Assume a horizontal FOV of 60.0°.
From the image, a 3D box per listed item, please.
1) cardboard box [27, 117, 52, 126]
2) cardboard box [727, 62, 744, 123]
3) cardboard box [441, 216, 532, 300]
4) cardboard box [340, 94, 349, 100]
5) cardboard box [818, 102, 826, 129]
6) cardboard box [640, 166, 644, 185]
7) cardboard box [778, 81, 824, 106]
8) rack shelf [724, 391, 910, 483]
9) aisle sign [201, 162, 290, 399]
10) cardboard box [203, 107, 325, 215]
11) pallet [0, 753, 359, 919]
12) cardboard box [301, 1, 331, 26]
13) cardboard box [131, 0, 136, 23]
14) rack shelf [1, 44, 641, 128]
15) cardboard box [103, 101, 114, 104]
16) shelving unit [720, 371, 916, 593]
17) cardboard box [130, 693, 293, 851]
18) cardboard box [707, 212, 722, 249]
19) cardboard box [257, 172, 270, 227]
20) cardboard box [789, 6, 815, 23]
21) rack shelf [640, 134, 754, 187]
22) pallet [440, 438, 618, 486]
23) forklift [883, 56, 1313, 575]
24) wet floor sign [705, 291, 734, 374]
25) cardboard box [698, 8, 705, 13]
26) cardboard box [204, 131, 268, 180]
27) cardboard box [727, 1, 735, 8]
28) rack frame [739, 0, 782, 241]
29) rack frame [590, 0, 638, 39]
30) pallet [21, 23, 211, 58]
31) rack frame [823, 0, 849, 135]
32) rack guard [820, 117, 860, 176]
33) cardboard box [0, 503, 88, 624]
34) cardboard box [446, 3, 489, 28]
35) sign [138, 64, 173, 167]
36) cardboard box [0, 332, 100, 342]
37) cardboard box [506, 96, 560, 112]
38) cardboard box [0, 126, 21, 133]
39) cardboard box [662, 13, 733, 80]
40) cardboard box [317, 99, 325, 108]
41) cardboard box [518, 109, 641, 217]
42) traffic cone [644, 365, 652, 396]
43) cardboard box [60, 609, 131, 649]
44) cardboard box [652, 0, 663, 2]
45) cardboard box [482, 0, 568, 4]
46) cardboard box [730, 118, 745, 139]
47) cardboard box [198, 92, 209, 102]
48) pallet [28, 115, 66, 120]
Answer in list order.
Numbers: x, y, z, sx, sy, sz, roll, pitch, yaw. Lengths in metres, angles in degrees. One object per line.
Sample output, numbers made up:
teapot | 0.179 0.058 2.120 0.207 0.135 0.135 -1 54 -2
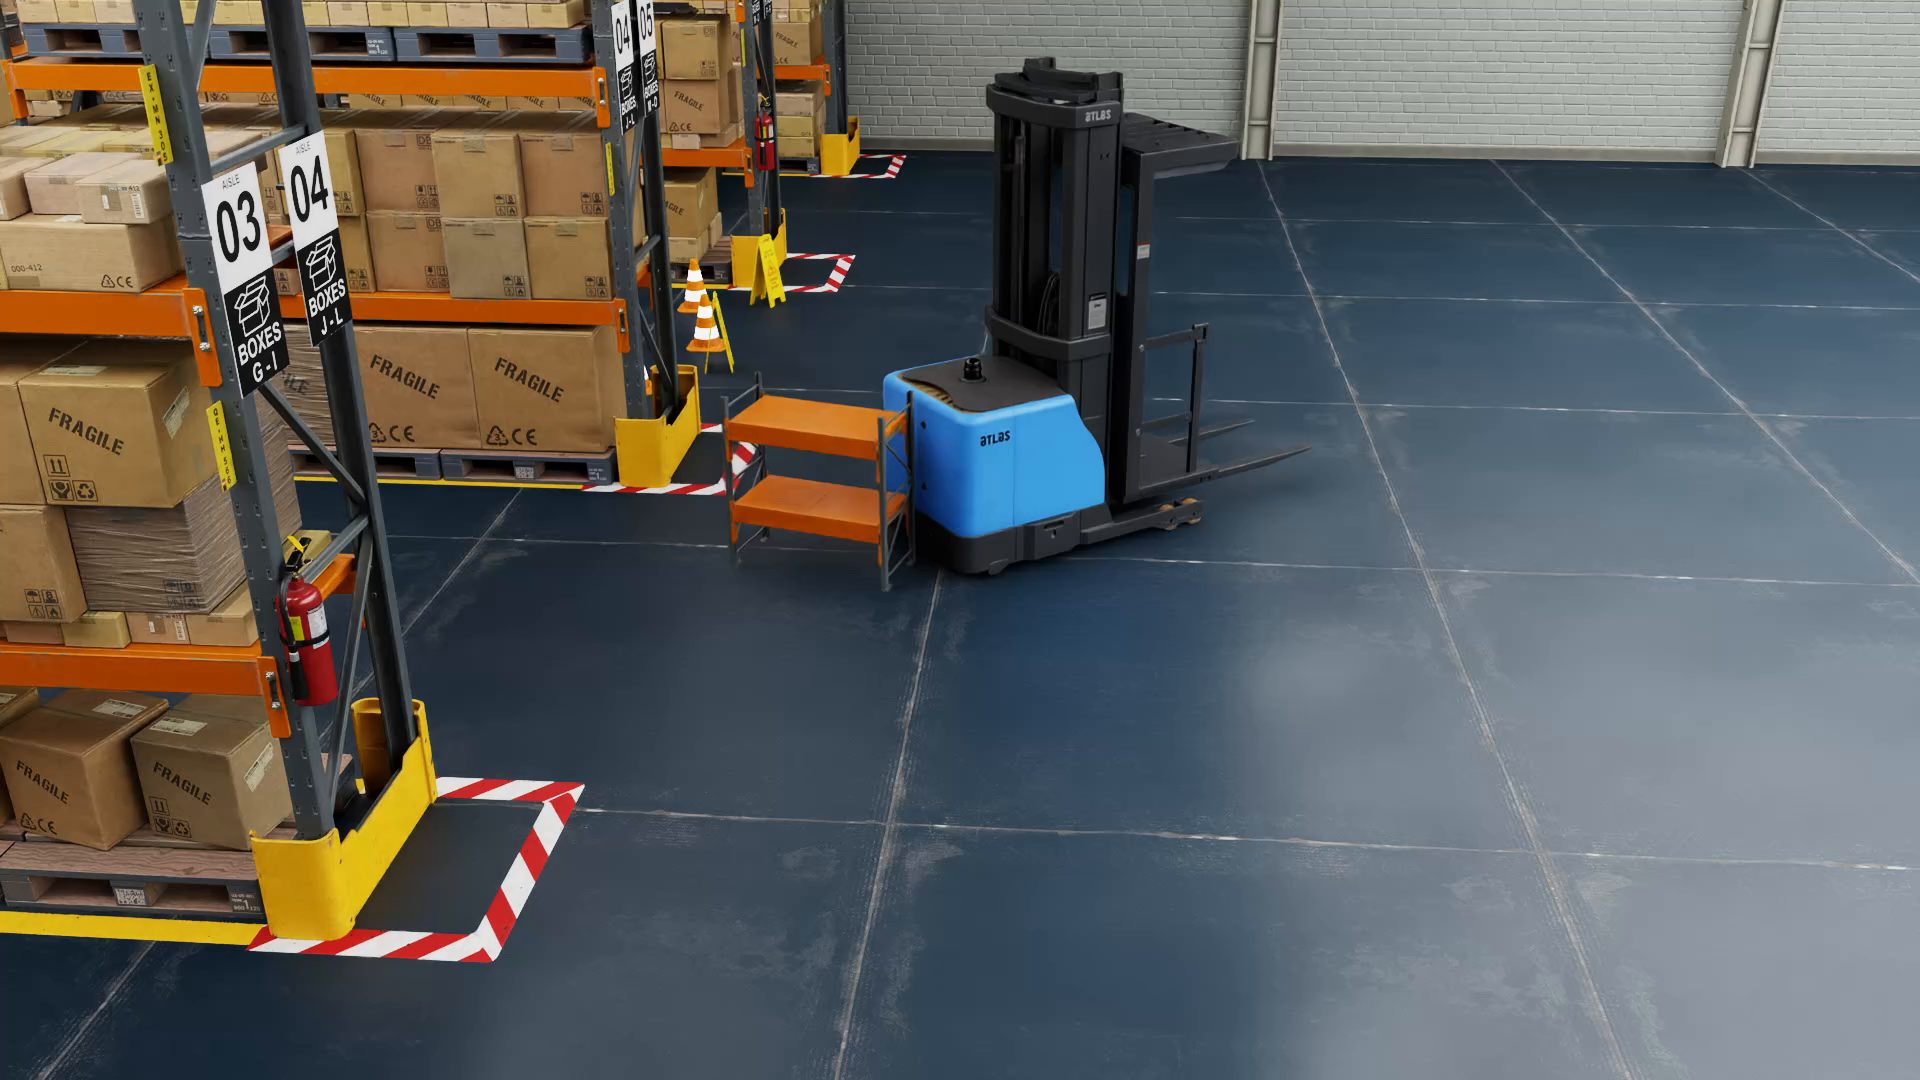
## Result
cardboard box | -6.670 -2.612 11.522 0.500 0.500 0.700 1 25 3
cardboard box | -2.359 -4.348 16.136 0.500 0.500 0.500 1 25 3
cardboard box | -3.110 -2.040 11.416 0.550 0.550 0.875 2 25 4
cardboard box | -7.564 -5.409 21.255 0.625 0.625 0.875 1 25 2
cardboard box | -1.985 -5.376 21.034 0.500 0.250 0.500 2 25 5
cardboard box | -3.098 -3.515 15.914 0.250 0.149 0.380 3 25 6
cardboard box | -1.997 -5.596 20.914 0.500 0.250 0.500 1 25 3
rack shelf | -0.855 -0.630 10.074 1.000 0.278 0.538 9 26 18
aisle sign | -2.628 -0.961 6.139 0.004 0.787 0.394 2 25 4
cardboard box | -4.724 -2.587 11.314 0.550 0.550 0.875 2 25 4
pallet | -3.550 1.317 7.635 1.213 0.211 1.003 2 25 4
cardboard box | -4.065 -3.374 10.584 0.250 0.149 0.380 2 25 5
cardboard box | -5.081 -3.406 10.653 0.250 0.149 0.380 1 25 3
rack shelf | -4.181 -3.071 11.107 4.000 0.370 1.077 2 25 4
cardboard box | -8.223 -4.245 16.186 0.250 0.149 0.380 3 25 6
shelving unit | -0.855 -0.365 10.197 1.048 1.125 0.538 9 26 18
cardboard box | -3.288 1.011 7.452 0.500 0.500 0.500 6 25 14
cardboard box | -2.692 -3.120 16.728 0.500 0.250 0.500 2 25 4
cardboard box | -3.128 -1.324 6.631 0.500 0.250 0.500 3 25 6
cardboard box | -1.899 -6.340 20.045 0.250 0.149 0.380 2 25 5
rack shelf | -3.903 -3.774 16.224 4.000 0.370 1.077 2 25 4
pallet | -2.990 -0.697 12.012 1.213 0.211 1.003 2 25 4
forklift | 1.021 -1.566 10.647 3.031 2.935 1.130 -15 29 -29
wet floor sign | -2.006 -1.725 13.728 0.232 0.644 0.267 -2 25 -5
cardboard box | -3.180 -6.371 20.112 0.250 0.149 0.380 2 25 4
cardboard box | -2.924 -1.487 6.508 0.250 0.149 0.380 2 25 4
cardboard box | -2.659 -6.536 20.114 0.250 0.149 0.380 2 25 4
rack frame | -1.908 -4.037 15.935 0.127 3.000 1.000 2 25 4
rack frame | -2.187 -4.696 10.190 0.127 3.000 1.000 2 25 4
pallet | -5.360 -3.390 11.048 1.213 0.211 1.003 2 25 4
rack frame | -1.532 -6.106 20.431 0.127 3.000 1.000 2 25 4
rack guard | -1.508 -4.970 20.952 0.348 0.500 1.175 2 25 4
cardboard box | -3.721 -0.082 6.865 0.500 0.500 0.875 2 25 4
cardboard box | -3.051 -3.341 10.513 0.250 0.149 0.380 2 25 5
sign | -2.730 -1.441 5.645 0.005 0.325 0.100 2 25 4
cardboard box | -3.693 -0.692 6.993 0.500 0.500 0.500 2 25 4
cardboard box | -3.972 -4.180 15.769 0.500 0.500 0.500 2 25 5
cardboard box | -3.944 -1.541 6.624 0.250 0.149 0.380 2 25 4
cardboard box | -2.434 -4.597 15.481 0.500 0.500 0.700 1 25 3
cardboard box | -6.424 -4.391 16.502 0.250 0.149 0.380 2 25 5
cardboard box | -2.554 -2.557 11.248 0.550 0.550 0.875 2 25 4
traffic cone | -2.607 -1.427 13.298 0.334 0.463 0.336 2 25 4
cardboard box | -3.469 0.290 6.833 0.250 0.149 0.380 2 25 4
cardboard box | -3.685 -6.567 20.181 0.250 0.149 0.380 2 25 4
cardboard box | -2.696 -3.536 10.459 0.500 0.250 0.500 2 25 5
cardboard box | -2.231 -4.020 16.199 0.250 0.149 0.380 2 25 4
cardboard box | -7.383 -4.490 15.941 0.500 0.500 0.500 3 25 6
pallet | -9.166 -4.227 16.578 1.003 0.211 1.213 2 25 4
